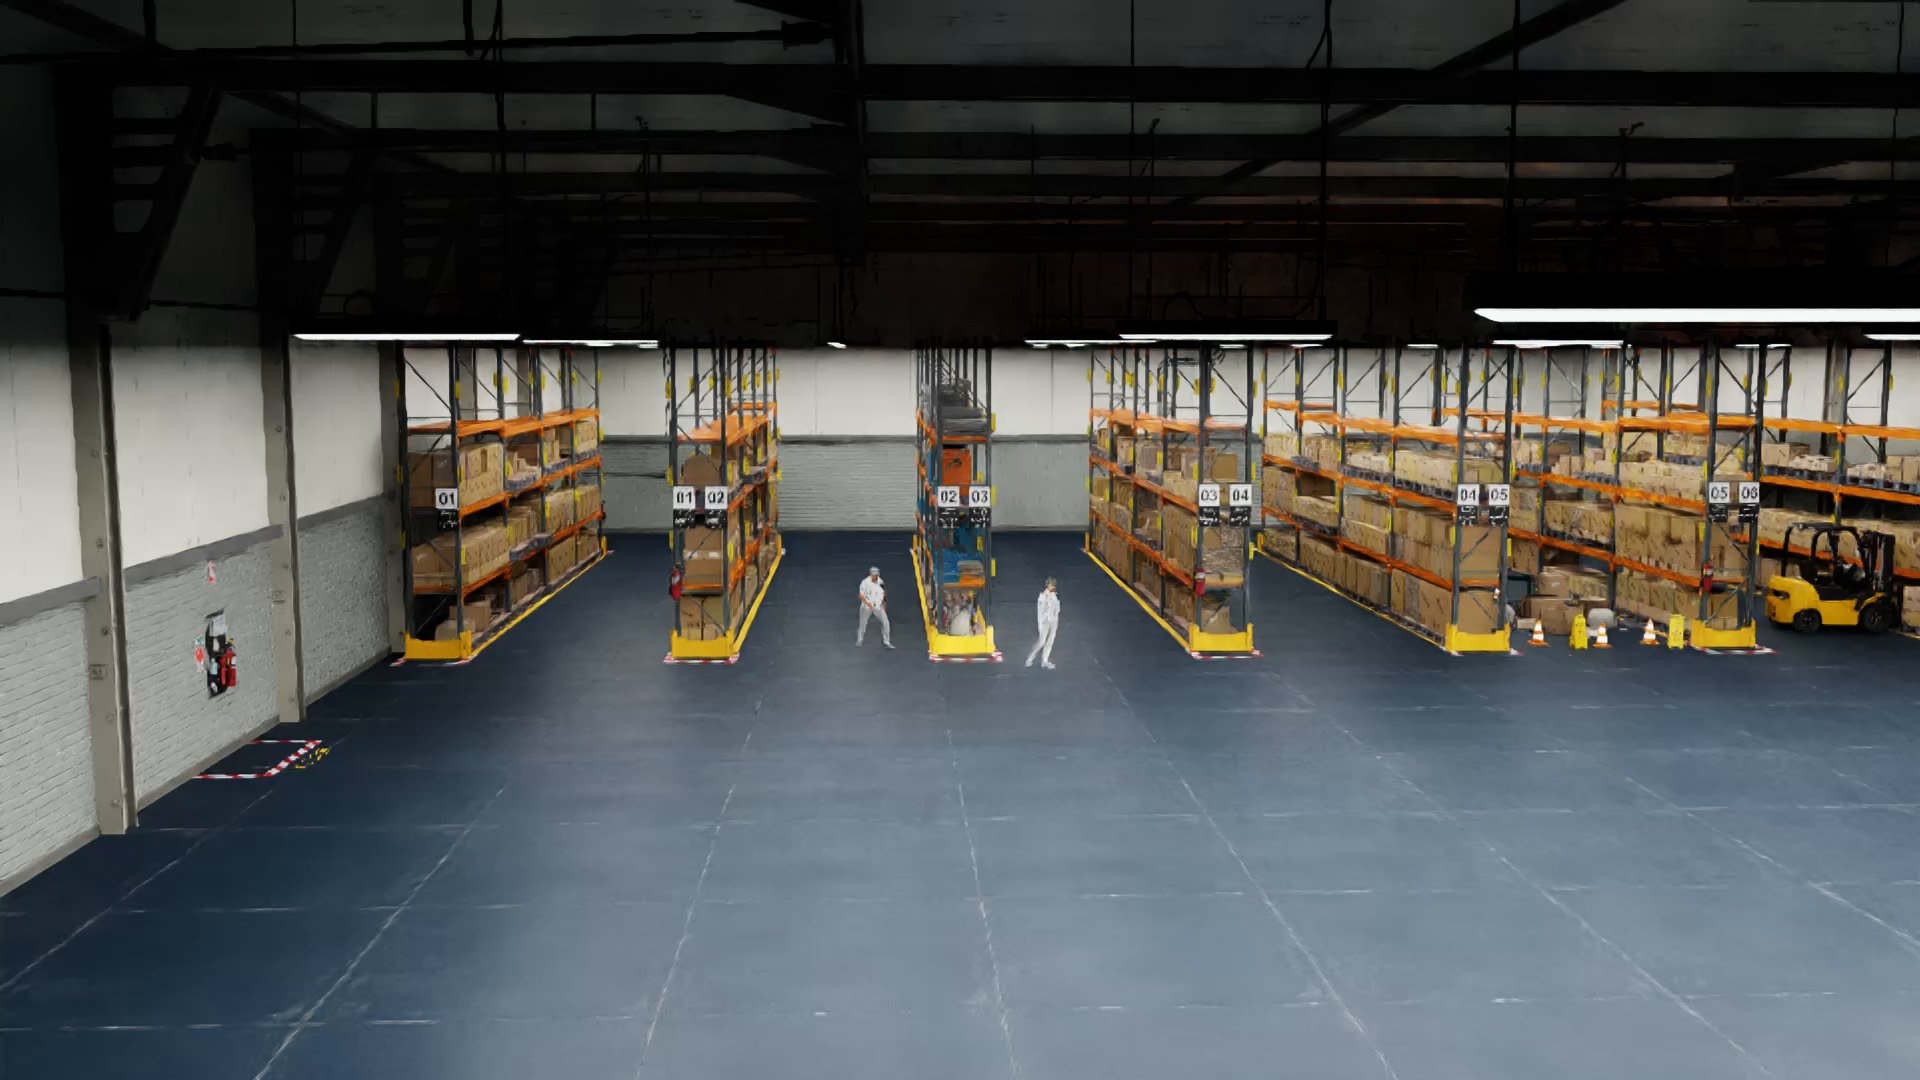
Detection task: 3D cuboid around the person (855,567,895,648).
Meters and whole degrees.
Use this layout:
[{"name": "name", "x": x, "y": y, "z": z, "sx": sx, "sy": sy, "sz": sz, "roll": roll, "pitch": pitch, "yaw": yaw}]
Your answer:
[{"name": "person", "x": -1.676, "y": 1.279, "z": 32.121, "sx": 0.655, "sy": 1.594, "sz": 0.824, "roll": -2, "pitch": 7, "yaw": -20}]

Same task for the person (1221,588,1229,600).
[{"name": "person", "x": 6.186, "y": 0.510, "z": 38.323, "sx": 0.550, "sy": 1.709, "sz": 1.128, "roll": -1, "pitch": 7, "yaw": -5}]

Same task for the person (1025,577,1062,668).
[{"name": "person", "x": 1.506, "y": 1.489, "z": 30.042, "sx": 0.638, "sy": 1.660, "sz": 0.497, "roll": -6, "pitch": 9, "yaw": -43}]
